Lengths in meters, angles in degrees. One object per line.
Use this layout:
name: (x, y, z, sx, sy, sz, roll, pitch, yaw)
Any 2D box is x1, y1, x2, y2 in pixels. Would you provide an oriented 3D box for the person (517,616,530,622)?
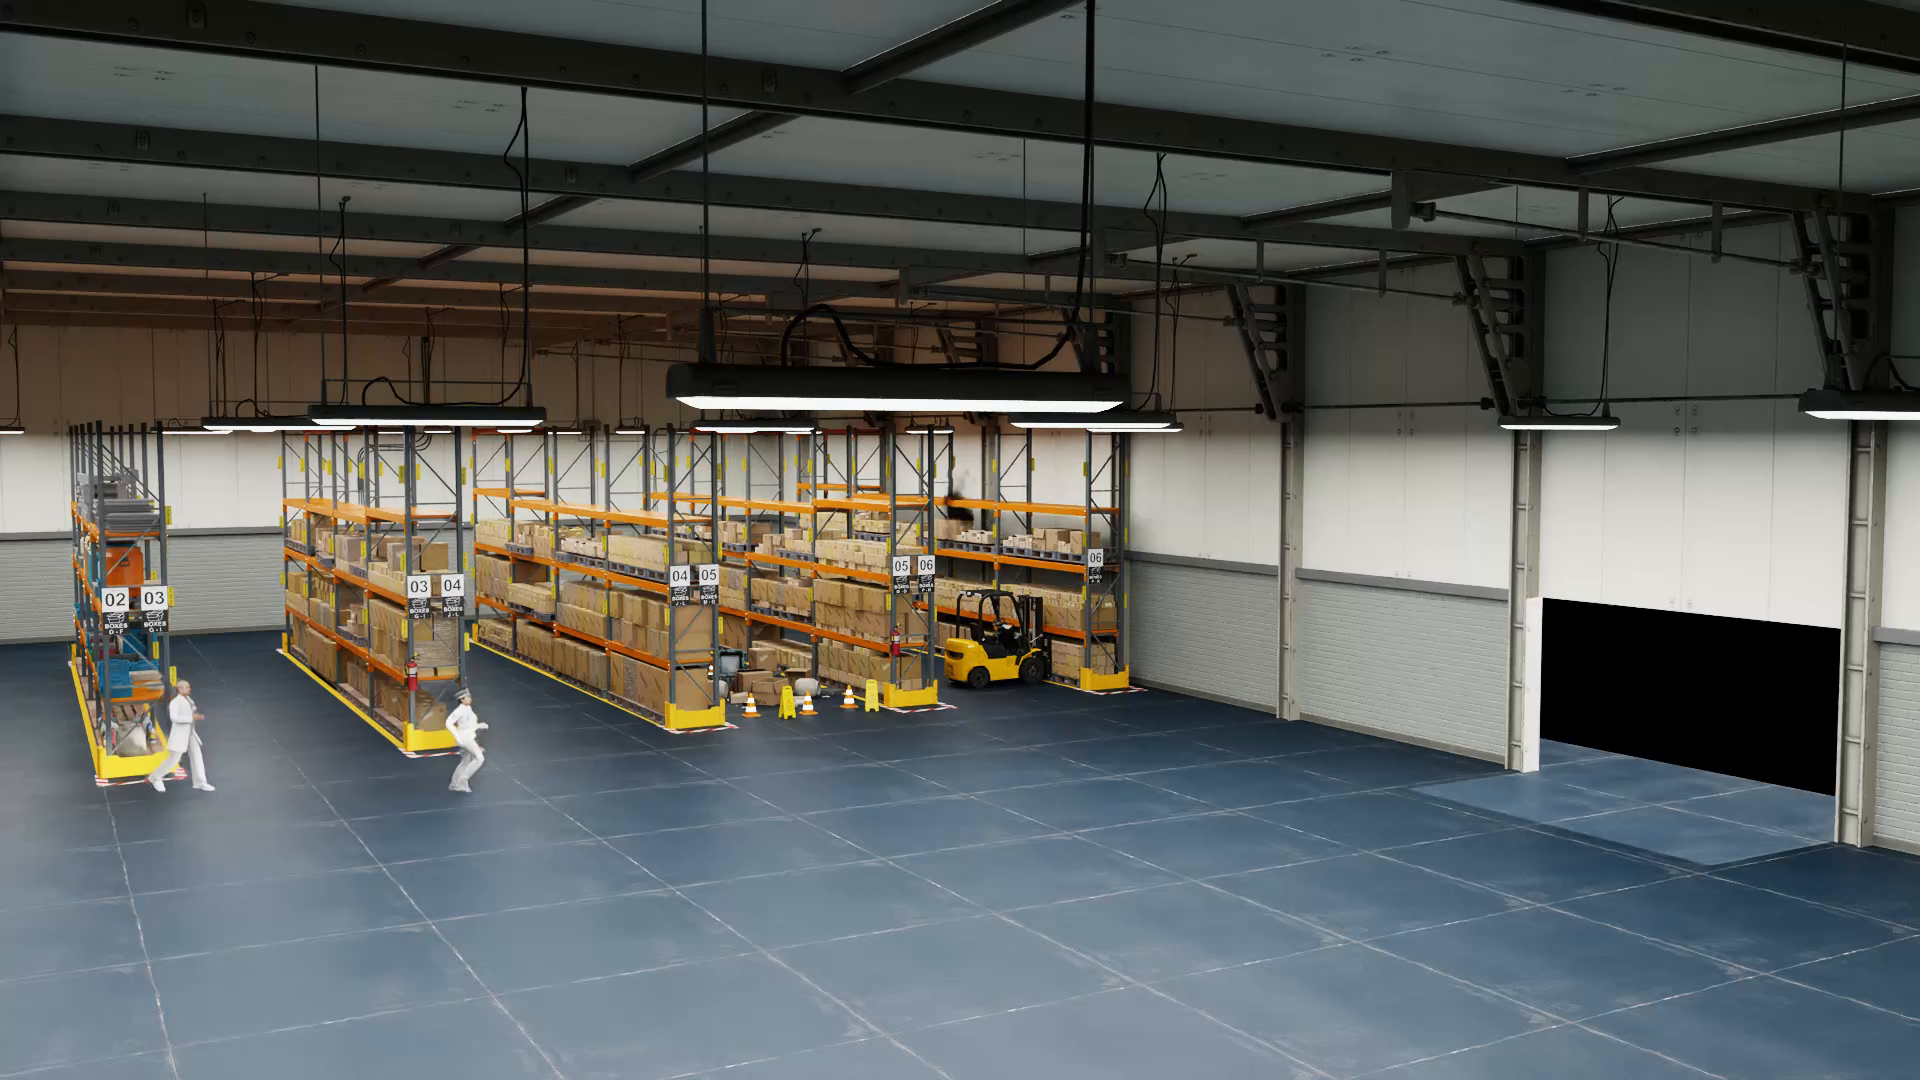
person: (-12.729, 1.909, 48.198, 0.796, 1.758, 0.695, 1, 4, 20)

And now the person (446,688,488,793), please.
person: (-7.918, 3.222, 26.746, 0.647, 1.667, 0.582, 0, 4, -4)

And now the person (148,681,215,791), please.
person: (-12.503, 3.148, 26.739, 1.055, 1.770, 0.734, 0, 4, 4)
